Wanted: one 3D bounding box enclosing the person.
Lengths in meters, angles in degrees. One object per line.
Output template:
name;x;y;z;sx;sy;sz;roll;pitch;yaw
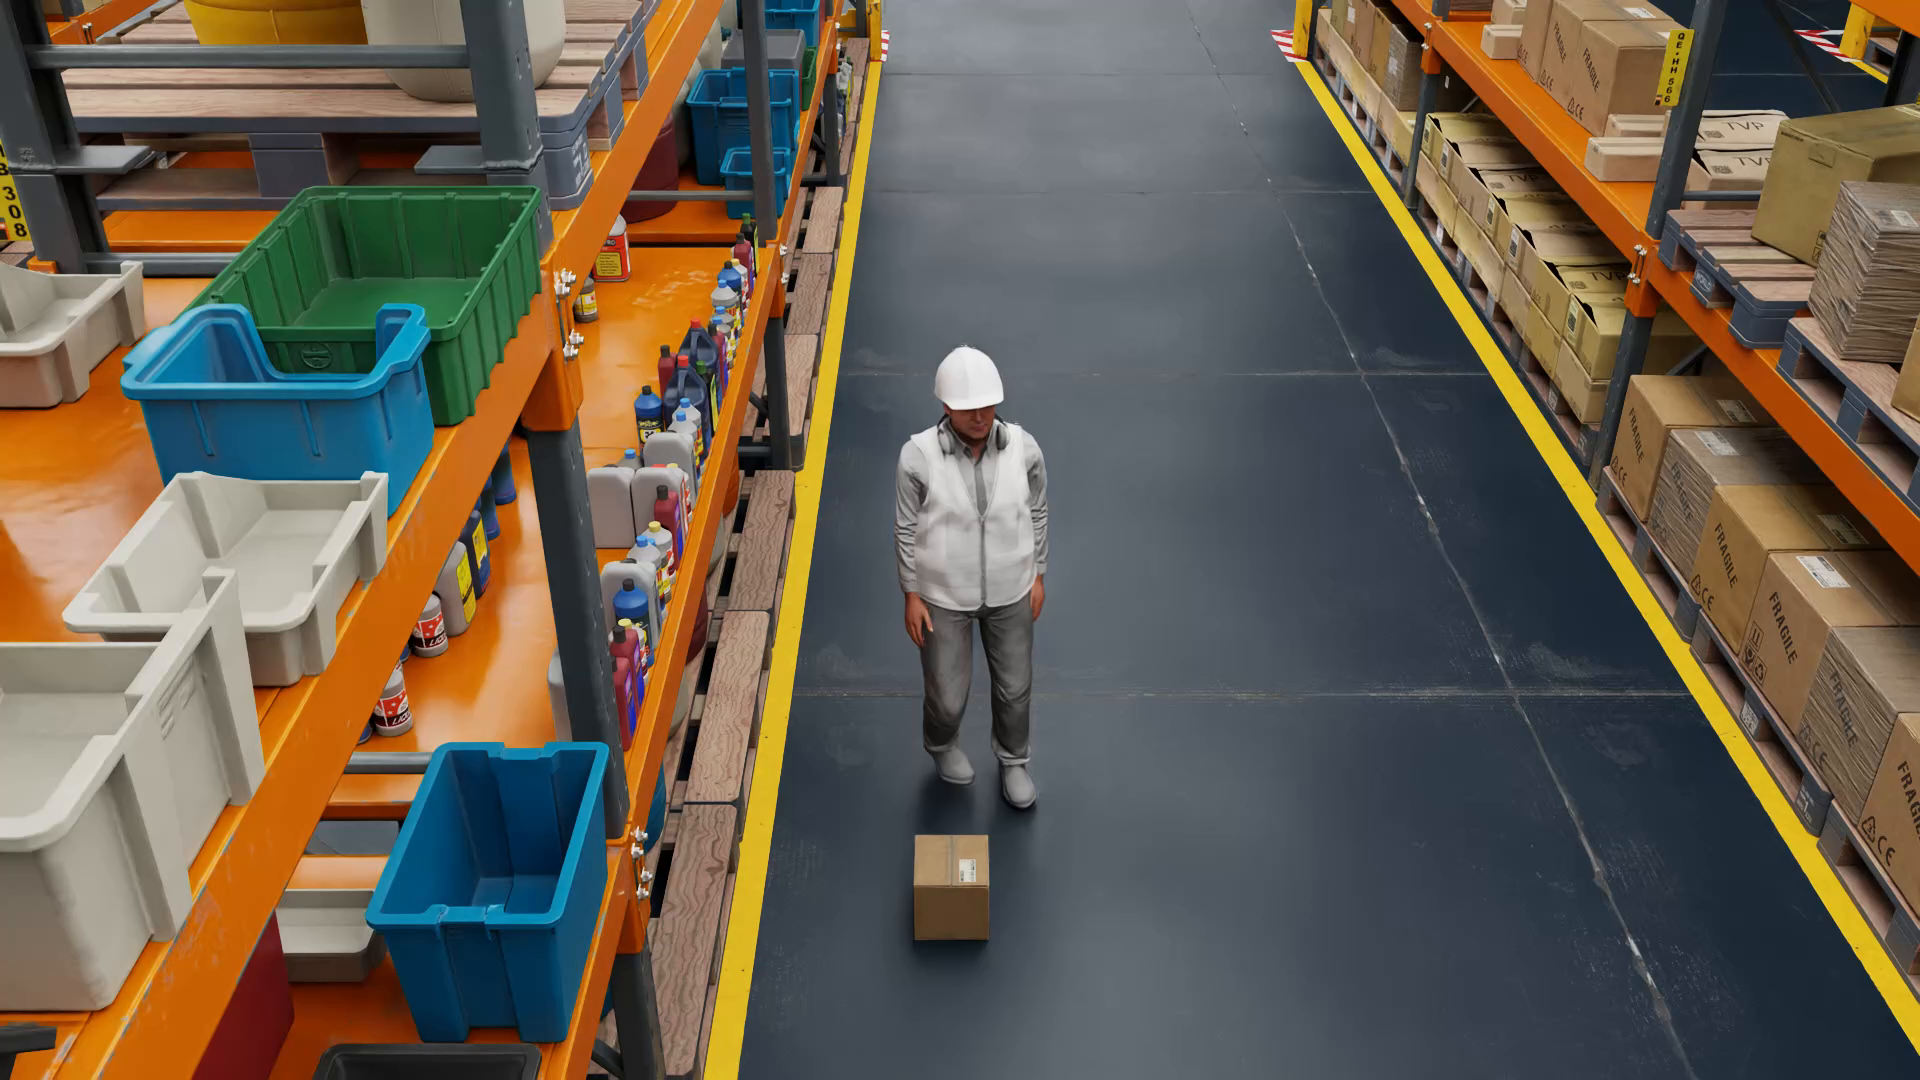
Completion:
person;0.052;0.162;5.808;0.548;1.769;0.410;-7;32;-11
